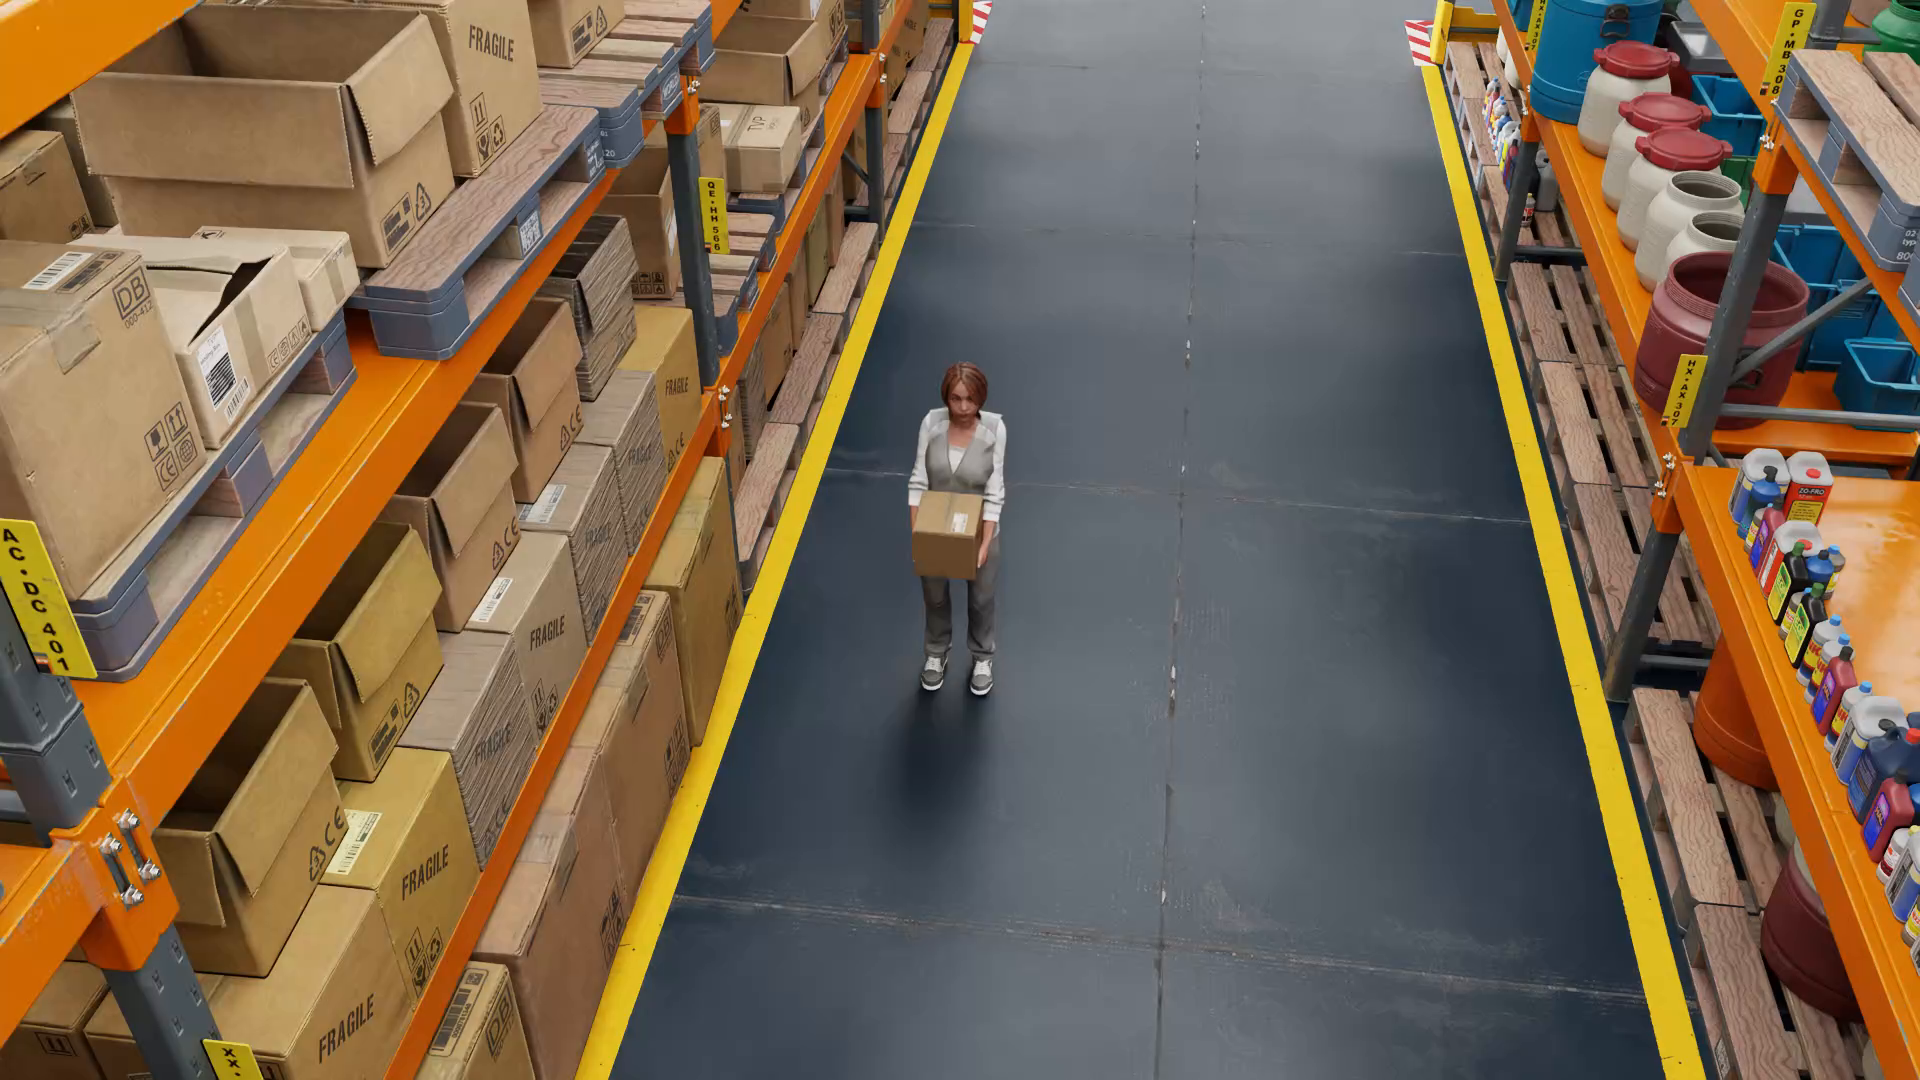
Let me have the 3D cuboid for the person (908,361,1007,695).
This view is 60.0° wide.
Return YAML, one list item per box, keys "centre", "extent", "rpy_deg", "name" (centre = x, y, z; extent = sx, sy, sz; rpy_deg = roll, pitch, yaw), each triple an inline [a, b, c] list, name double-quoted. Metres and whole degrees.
- centre: [-0.017, 0.015, 7.030]
  extent: [0.404, 1.593, 0.494]
  rpy_deg: [5, 37, 7]
  name: "person"
